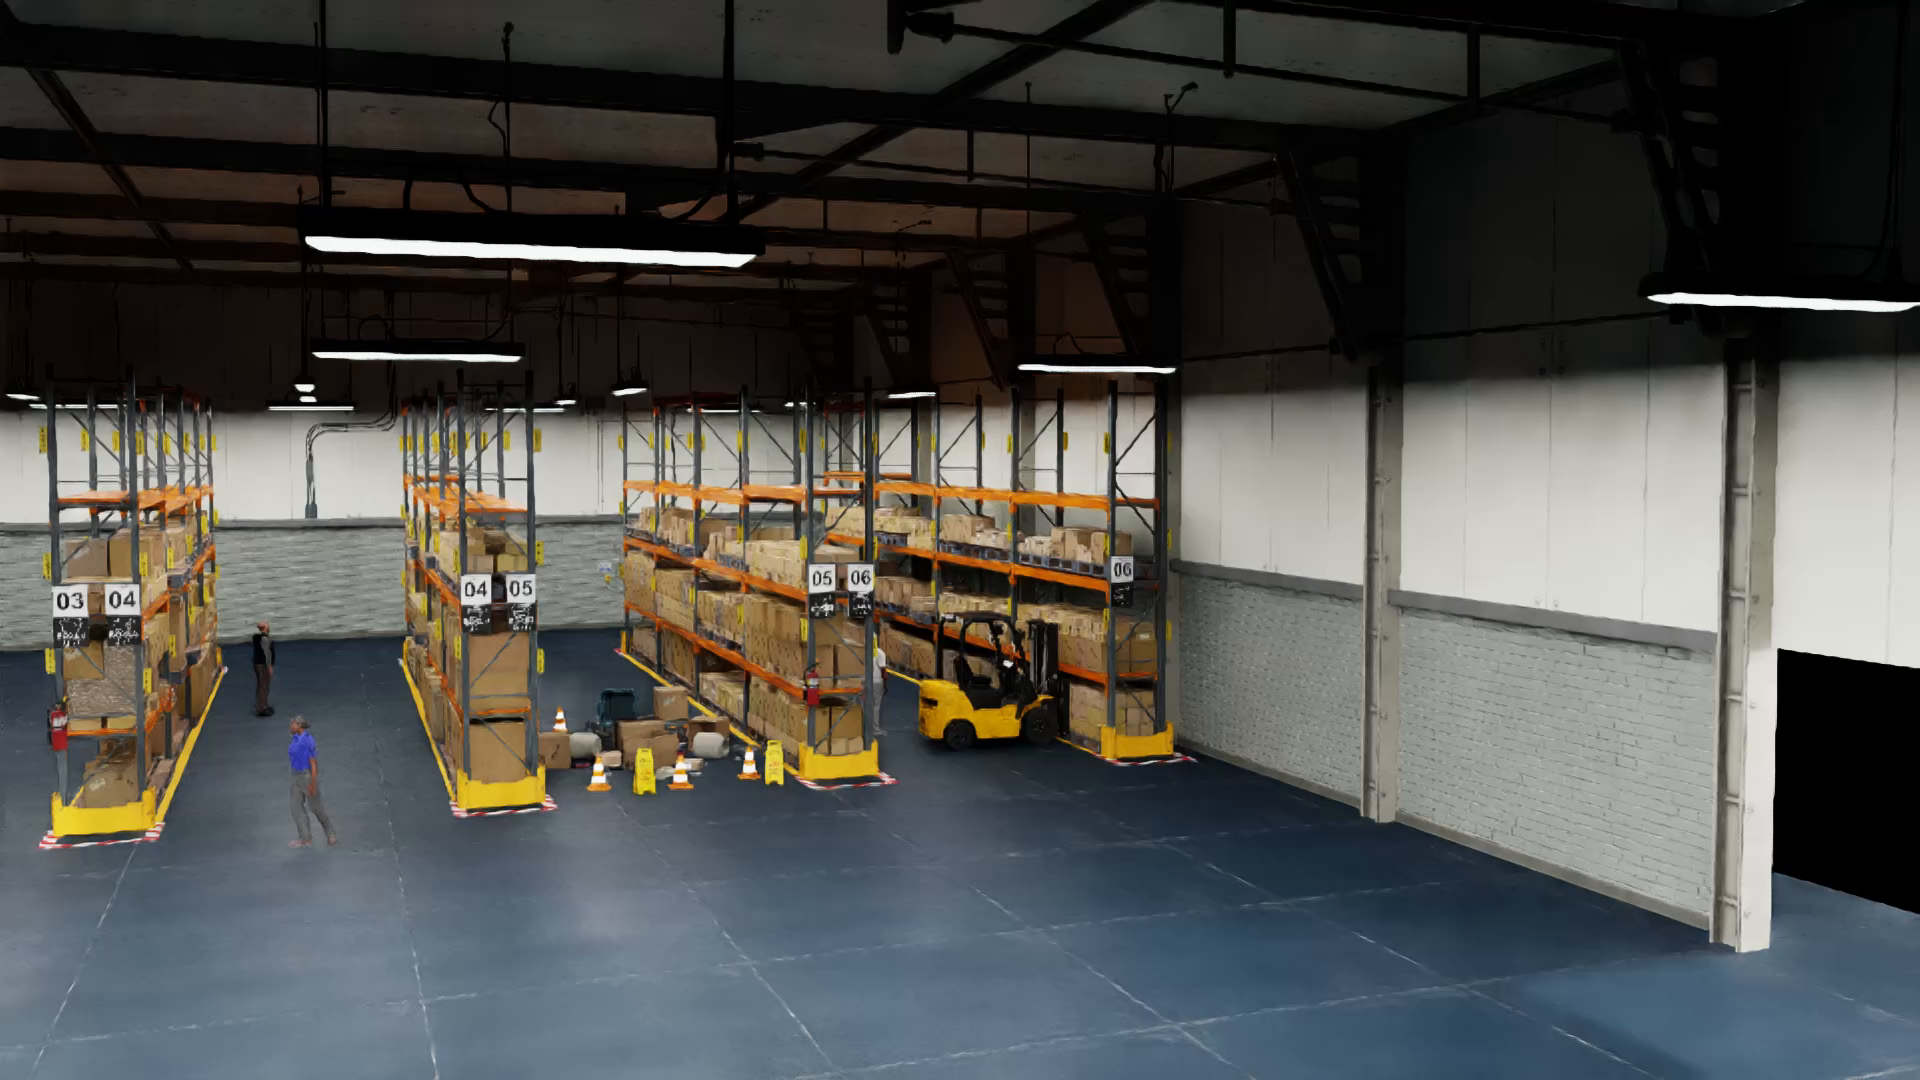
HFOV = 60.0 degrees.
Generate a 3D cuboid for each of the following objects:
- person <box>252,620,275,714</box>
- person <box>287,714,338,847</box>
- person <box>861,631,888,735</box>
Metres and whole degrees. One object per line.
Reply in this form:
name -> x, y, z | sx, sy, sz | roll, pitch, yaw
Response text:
person -> -12.841, 2.327, 30.707 | 0.401, 1.726, 0.627 | -3, 5, -43
person -> -8.072, 2.978, 20.691 | 0.571, 1.650, 0.534 | 3, 4, 41
person -> -1.472, 2.433, 28.543 | 0.632, 1.768, 0.452 | 3, 4, 38
